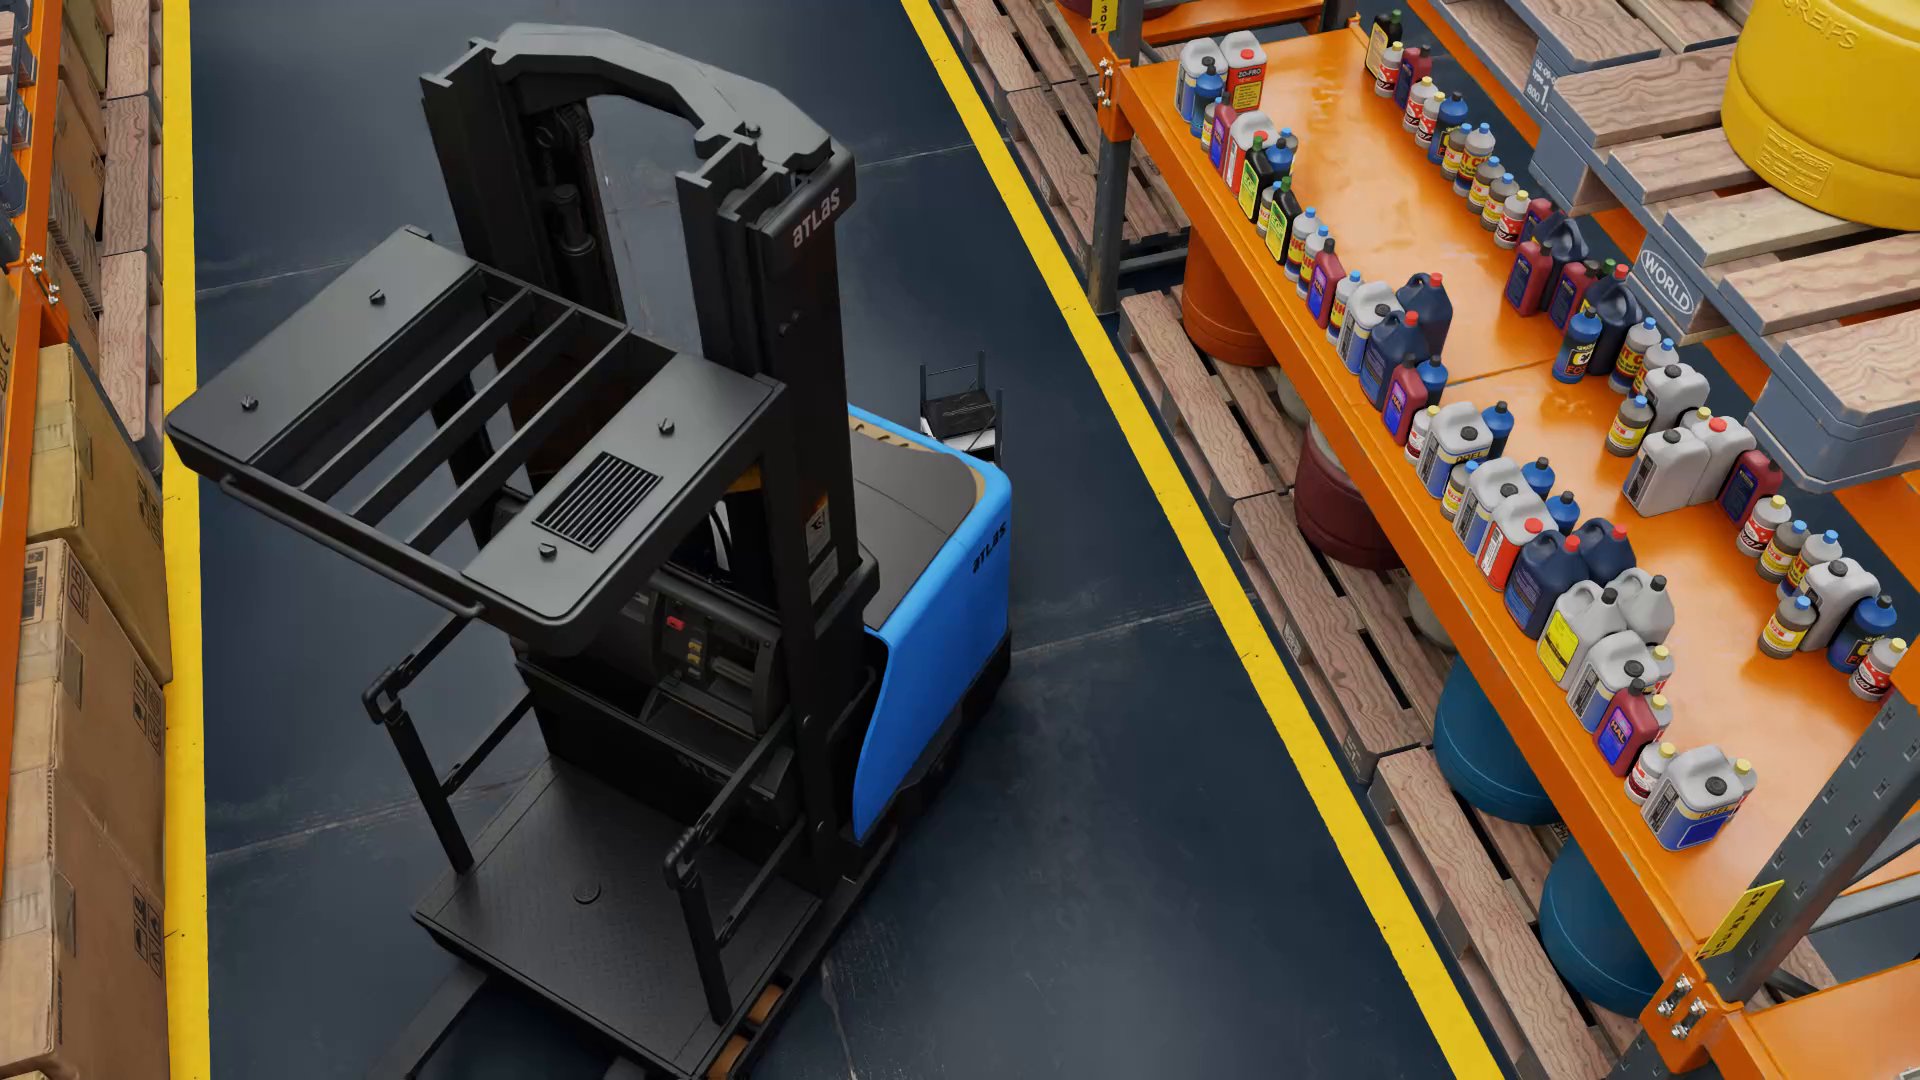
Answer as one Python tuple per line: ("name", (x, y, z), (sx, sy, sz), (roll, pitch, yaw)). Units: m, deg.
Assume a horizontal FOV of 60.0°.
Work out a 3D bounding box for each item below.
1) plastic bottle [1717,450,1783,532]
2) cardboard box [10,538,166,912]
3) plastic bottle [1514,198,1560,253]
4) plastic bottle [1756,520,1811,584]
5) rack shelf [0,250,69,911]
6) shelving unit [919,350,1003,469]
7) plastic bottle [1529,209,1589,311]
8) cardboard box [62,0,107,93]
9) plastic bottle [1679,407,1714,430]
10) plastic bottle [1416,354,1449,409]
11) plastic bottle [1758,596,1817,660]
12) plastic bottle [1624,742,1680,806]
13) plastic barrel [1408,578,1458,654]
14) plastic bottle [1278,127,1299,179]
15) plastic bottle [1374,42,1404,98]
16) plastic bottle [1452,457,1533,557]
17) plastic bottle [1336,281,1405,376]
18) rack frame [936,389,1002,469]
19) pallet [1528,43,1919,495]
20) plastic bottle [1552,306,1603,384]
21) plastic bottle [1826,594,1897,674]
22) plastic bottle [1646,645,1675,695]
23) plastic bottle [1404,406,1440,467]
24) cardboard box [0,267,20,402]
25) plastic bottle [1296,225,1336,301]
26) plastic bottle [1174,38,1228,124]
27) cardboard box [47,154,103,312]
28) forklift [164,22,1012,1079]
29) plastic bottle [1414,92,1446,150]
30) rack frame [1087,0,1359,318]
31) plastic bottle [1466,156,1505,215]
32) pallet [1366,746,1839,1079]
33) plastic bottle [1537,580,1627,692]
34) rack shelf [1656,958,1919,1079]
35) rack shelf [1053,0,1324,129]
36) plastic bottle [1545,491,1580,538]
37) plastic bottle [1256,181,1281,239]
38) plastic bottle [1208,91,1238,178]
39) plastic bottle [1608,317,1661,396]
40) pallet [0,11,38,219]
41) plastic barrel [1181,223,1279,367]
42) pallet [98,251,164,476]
("plastic bottle", (2.285, -0.163, 4.791), (0.061, 0.283, 0.133), (-13, 51, -11))
("cardboard box", (-3.225, 0.722, 5.084), (1.225, 0.875, 0.875), (-13, 51, -11))
("plastic bottle", (1.931, -1.038, 5.529), (0.061, 0.283, 0.133), (-13, 51, -11))
("plastic bottle", (2.330, 0.023, 4.688), (0.097, 0.201, 0.097), (0, 50, 0))
("rack shelf", (-3.074, 0.703, 4.455), (1.077, 0.370, 4.000), (-13, 51, -11))
("shelving unit", (0.002, -0.284, 6.191), (0.258, 0.900, 0.210), (-13, 51, -11))
("plastic bottle", (1.938, -0.934, 5.397), (0.144, 0.351, 0.185), (-13, 51, -11))
("cardboard box", (-4.565, -2.441, 7.983), (0.700, 0.500, 0.500), (-14, 51, -11))
("plastic bottle", (2.194, -0.315, 4.973), (0.097, 0.201, 0.097), (0, 50, 0))
("plastic bottle", (1.416, -0.453, 5.044), (0.097, 0.271, 0.097), (0, 50, 0))
("plastic bottle", (2.254, 0.227, 4.517), (0.097, 0.201, 0.097), (0, 50, 0))
("plastic bottle", (1.763, 0.583, 4.216), (0.097, 0.201, 0.097), (0, 50, 0))
("plastic barrel", (1.813, 0.128, 5.822), (0.421, 0.512, 0.421), (0, 50, 0))
("plastic bottle", (1.135, -1.360, 5.854), (0.097, 0.201, 0.097), (0, 50, 0))
("plastic bottle", (1.609, -1.758, 6.189), (0.097, 0.201, 0.097), (0, 50, 0))
("plastic bottle", (1.526, -0.096, 4.740), (0.152, 0.276, 0.135), (-13, 51, -11))
("plastic bottle", (1.295, -0.667, 5.221), (0.152, 0.276, 0.135), (-13, 51, -11))
("rack frame", (0.032, -0.210, 6.128), (0.240, 0.900, 0.006), (-13, 51, -11))
("pallet", (1.923, -0.644, 3.282), (1.213, 0.211, 1.003), (-13, 51, -11))
("plastic bottle", (1.930, -0.616, 5.182), (0.097, 0.271, 0.097), (0, 50, 0))
("plastic bottle", (2.428, 0.241, 4.459), (0.097, 0.271, 0.097), (0, 50, 0))
("plastic bottle", (1.829, 0.353, 4.410), (0.097, 0.201, 0.097), (0, 50, 0))
("plastic bottle", (1.397, -0.320, 4.977), (0.097, 0.201, 0.097), (0, 50, 0))
("cardboard box", (-3.283, -0.717, 5.117), (0.500, 0.500, 0.500), (-12, 51, -10))
("plastic bottle", (1.166, -0.913, 5.431), (0.097, 0.271, 0.097), (0, 50, 0))
("plastic bottle", (0.885, -1.680, 6.075), (0.152, 0.276, 0.135), (-13, 51, -11))
("cardboard box", (-4.059, -1.212, 6.947), (0.700, 0.500, 0.500), (-17, 52, -14))
("forklift", (-0.992, 0.323, 4.350), (1.130, 2.935, 3.031), (24, 54, 19))
("plastic bottle", (1.706, -1.518, 5.987), (0.097, 0.201, 0.097), (0, 50, 0))
("rack frame", (1.066, -2.109, 6.356), (1.000, 3.000, 0.127), (-13, 51, -11))
("plastic bottle", (1.822, -1.234, 5.748), (0.097, 0.201, 0.097), (0, 50, 0))
("pallet", (2.060, 1.138, 5.442), (1.003, 0.211, 1.213), (-13, 51, -11))
("plastic bottle", (1.664, 0.231, 4.415), (0.144, 0.351, 0.185), (-13, 51, -11))
("rack shelf", (2.840, 2.505, 2.936), (1.077, 0.370, 4.000), (-13, 51, -11))
("rack shelf", (0.474, -3.338, 7.862), (1.077, 0.370, 4.000), (-13, 51, -11))
("plastic bottle", (1.680, -0.038, 4.694), (0.097, 0.271, 0.097), (0, 50, 0))
("plastic bottle", (1.069, -1.130, 5.660), (0.097, 0.201, 0.097), (0, 50, 0))
("plastic bottle", (0.938, -1.432, 5.861), (0.061, 0.283, 0.133), (-13, 51, -11))
("plastic bottle", (2.096, -0.578, 5.149), (0.097, 0.271, 0.097), (0, 50, 0))
("pallet", (-3.978, -1.424, 5.903), (1.213, 0.211, 1.003), (-13, 51, -11))
("plastic barrel", (1.227, -1.191, 6.727), (0.600, 0.830, 0.708), (-13, 51, -11))
("pallet", (-3.895, -0.661, 6.959), (1.003, 0.211, 1.213), (-13, 51, -11))
